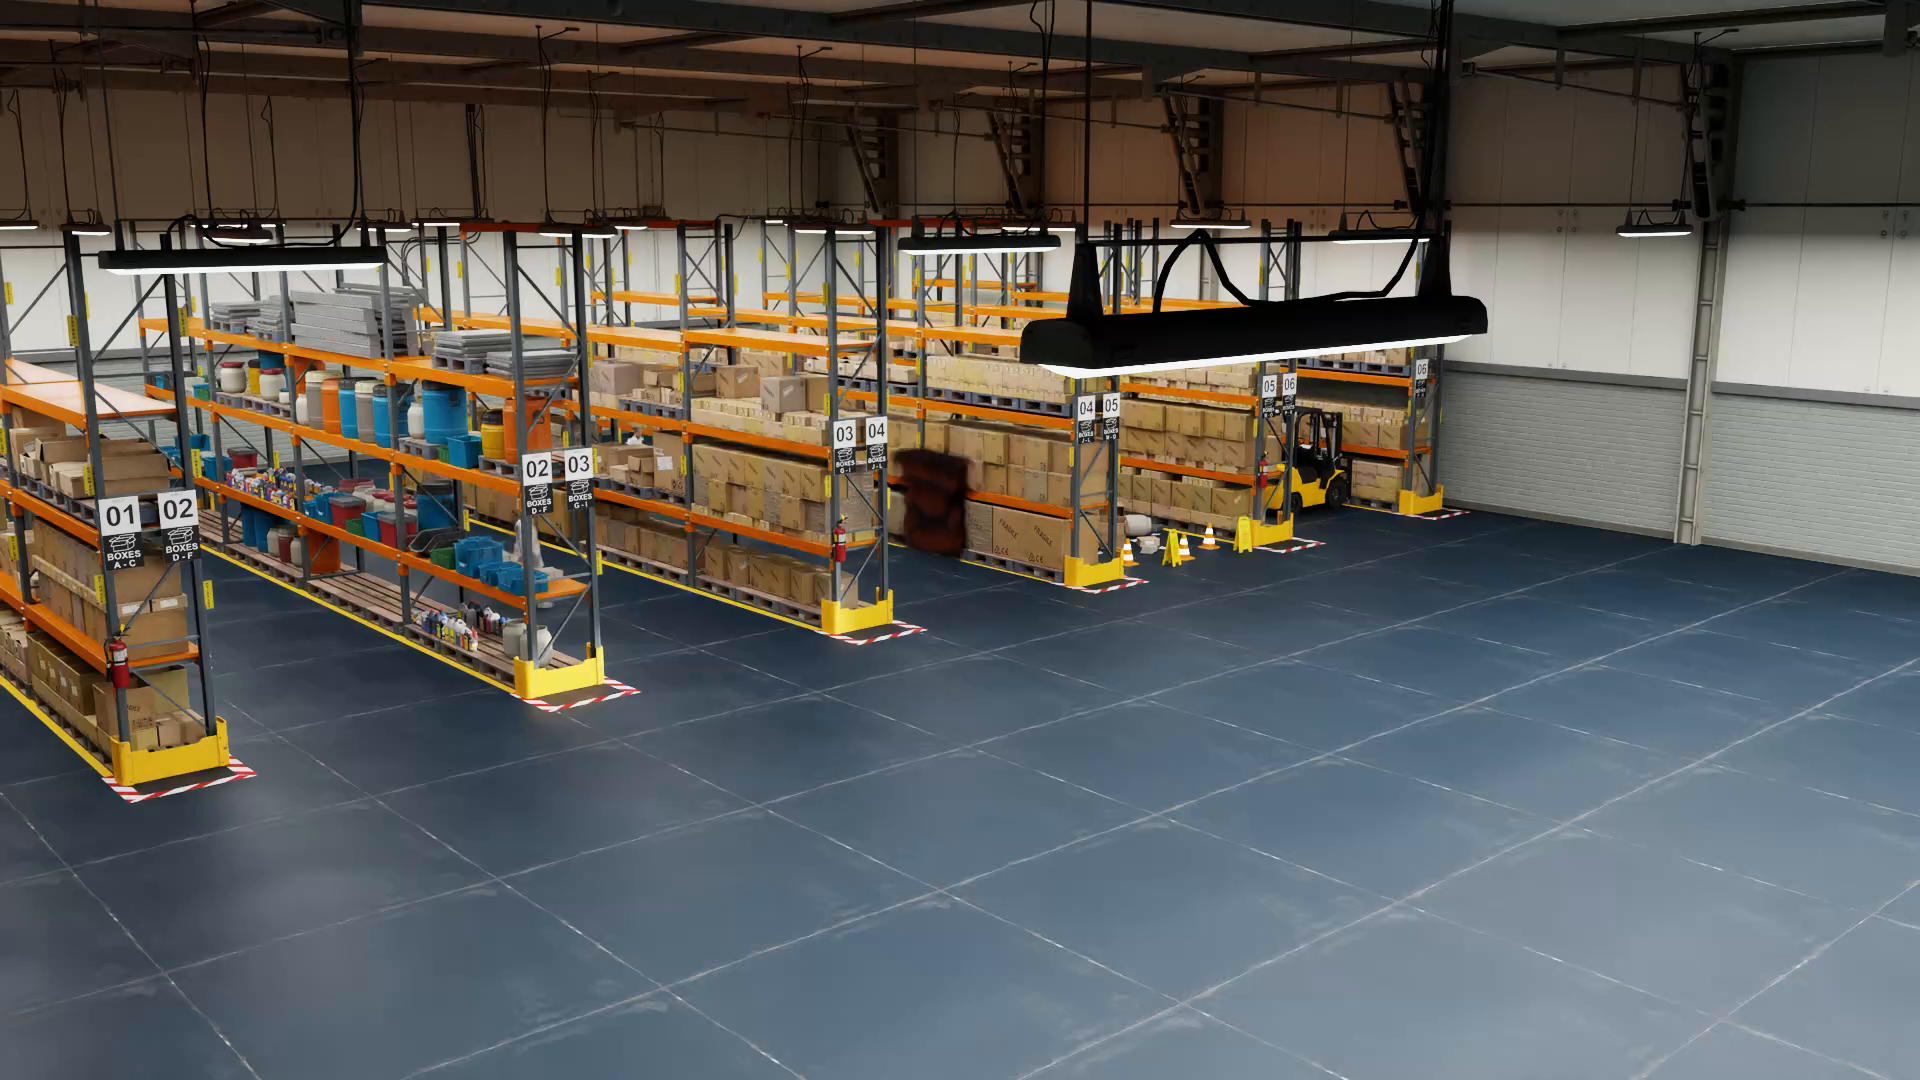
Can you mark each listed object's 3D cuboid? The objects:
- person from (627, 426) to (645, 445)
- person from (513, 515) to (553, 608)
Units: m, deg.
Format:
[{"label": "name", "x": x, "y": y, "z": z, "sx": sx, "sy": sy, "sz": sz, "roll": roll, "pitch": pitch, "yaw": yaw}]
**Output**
[{"label": "person", "x": -7.020, "y": -1.683, "z": 36.096, "sx": 0.505, "sy": 1.617, "sz": 0.963, "roll": -8, "pitch": 14, "yaw": -35}, {"label": "person", "x": -6.907, "y": 0.223, "z": 26.369, "sx": 0.911, "sy": 1.732, "sz": 0.499, "roll": 7, "pitch": 13, "yaw": 32}]
